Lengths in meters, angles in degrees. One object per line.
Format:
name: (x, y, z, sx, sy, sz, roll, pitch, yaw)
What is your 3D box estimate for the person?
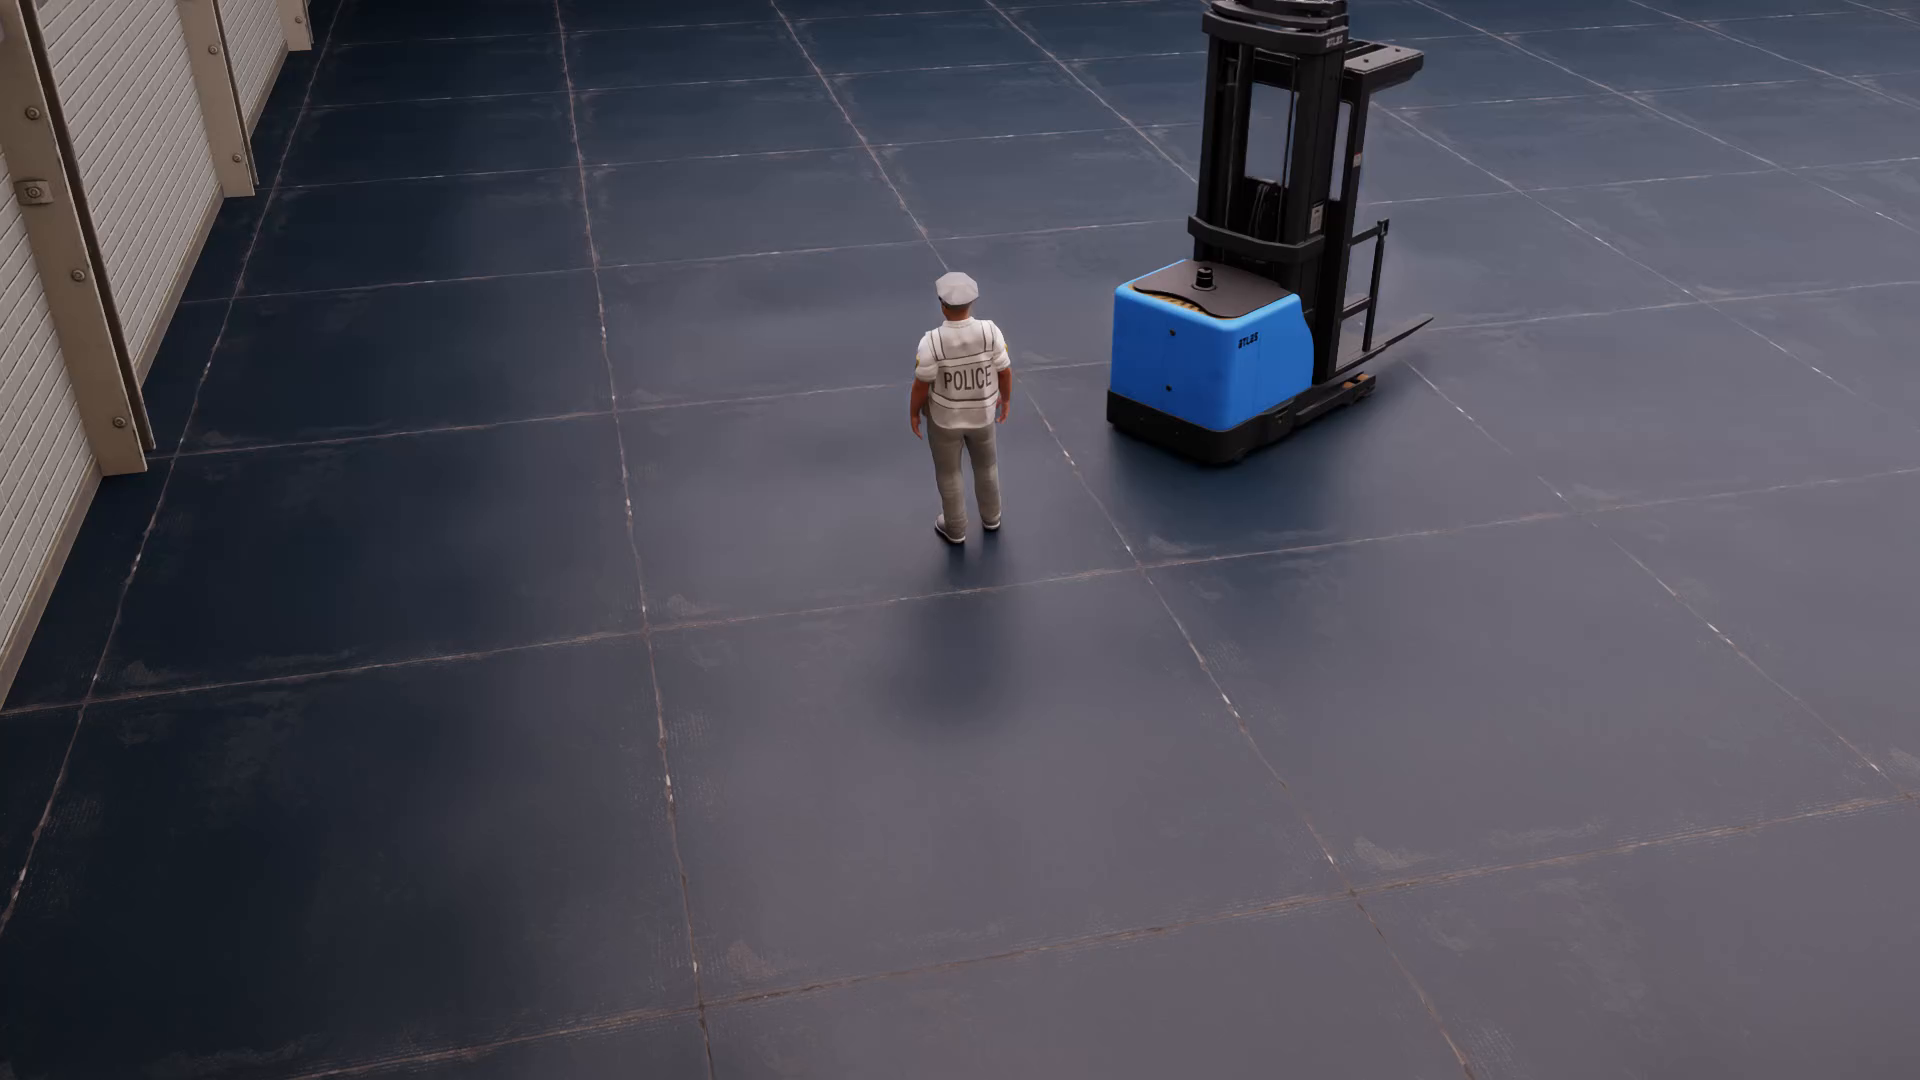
person: (-0.007, -0.818, 10.118, 0.641, 1.780, 0.574, -7, 31, -12)

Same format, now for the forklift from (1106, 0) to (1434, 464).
forklift: (2.438, -2.423, 11.761, 1.130, 2.935, 3.031, 26, 39, 38)
